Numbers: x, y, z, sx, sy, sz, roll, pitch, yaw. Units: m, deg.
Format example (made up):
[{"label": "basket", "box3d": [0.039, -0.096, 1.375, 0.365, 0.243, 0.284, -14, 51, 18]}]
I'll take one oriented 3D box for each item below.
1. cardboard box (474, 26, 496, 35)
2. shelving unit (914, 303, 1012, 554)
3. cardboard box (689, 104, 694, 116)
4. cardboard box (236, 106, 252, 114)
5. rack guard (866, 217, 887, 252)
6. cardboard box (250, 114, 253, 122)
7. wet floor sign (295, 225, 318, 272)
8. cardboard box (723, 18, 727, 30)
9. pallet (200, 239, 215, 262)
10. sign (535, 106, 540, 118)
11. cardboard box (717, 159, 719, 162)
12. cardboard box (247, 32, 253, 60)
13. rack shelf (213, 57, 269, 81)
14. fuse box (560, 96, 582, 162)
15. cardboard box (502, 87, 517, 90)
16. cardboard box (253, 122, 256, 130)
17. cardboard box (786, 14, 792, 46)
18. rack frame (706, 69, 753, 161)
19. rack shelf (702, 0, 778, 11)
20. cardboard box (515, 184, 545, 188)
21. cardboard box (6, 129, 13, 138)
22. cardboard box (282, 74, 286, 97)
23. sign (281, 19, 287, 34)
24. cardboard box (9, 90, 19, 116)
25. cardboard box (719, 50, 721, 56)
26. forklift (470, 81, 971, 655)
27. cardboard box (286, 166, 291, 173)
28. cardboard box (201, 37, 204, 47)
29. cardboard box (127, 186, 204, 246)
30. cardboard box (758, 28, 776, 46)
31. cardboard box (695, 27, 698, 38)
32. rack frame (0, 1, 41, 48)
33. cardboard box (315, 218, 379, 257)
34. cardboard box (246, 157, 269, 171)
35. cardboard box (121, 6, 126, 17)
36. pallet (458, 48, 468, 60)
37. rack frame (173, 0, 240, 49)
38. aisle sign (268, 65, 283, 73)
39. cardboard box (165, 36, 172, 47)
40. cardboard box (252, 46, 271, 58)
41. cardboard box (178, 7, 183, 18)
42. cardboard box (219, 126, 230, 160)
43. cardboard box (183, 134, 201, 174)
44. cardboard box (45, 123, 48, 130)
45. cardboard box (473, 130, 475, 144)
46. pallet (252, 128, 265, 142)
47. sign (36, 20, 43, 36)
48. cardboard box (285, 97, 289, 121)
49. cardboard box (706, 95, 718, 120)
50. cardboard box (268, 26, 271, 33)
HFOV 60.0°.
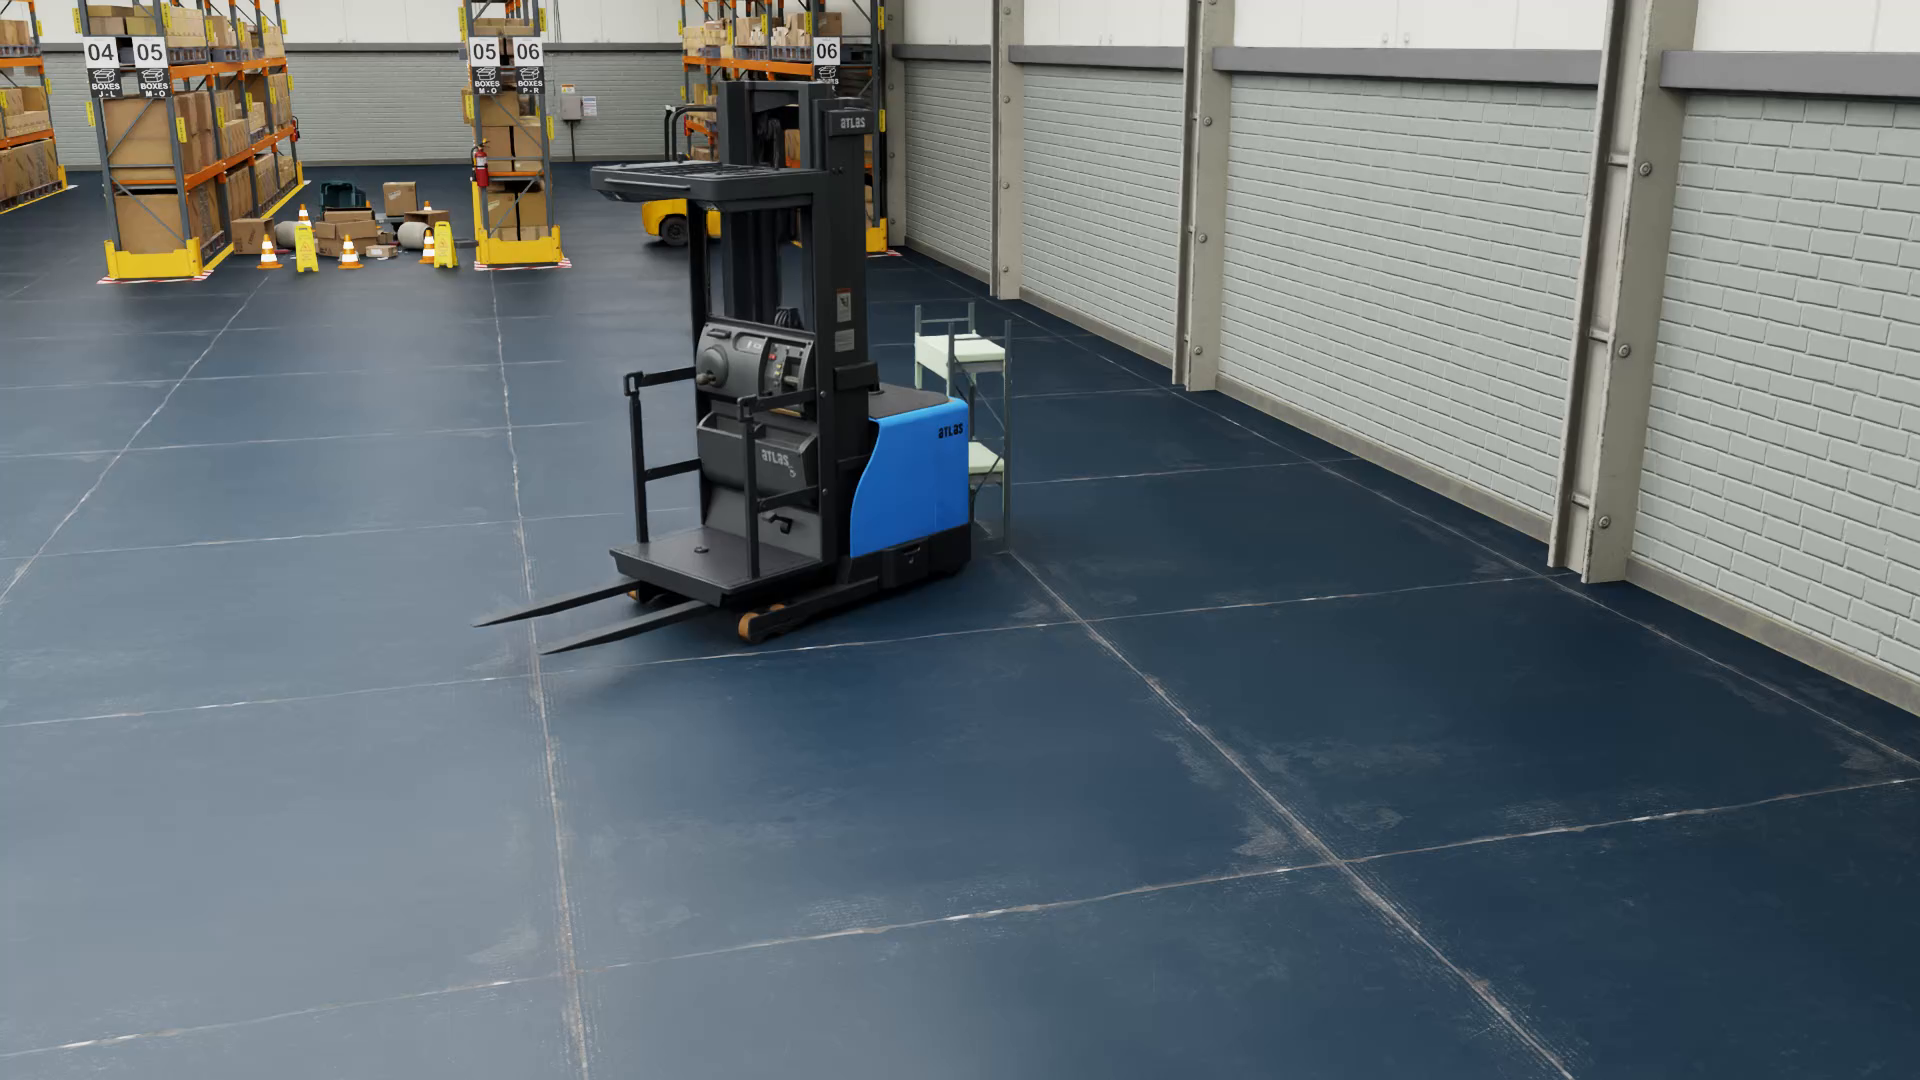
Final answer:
[{"label": "cardboard box", "box3d": [-6.885, -7.329, 23.974, 0.380, 0.149, 0.250, -5, 17, -15]}, {"label": "shelving unit", "box3d": [0.012, -0.721, 10.745, 0.431, 1.500, 0.755, -5, 17, -17]}, {"label": "cardboard box", "box3d": [-6.130, -10.164, 39.320, 0.500, 0.250, 0.500, -5, 17, -15]}, {"label": "cardboard box", "box3d": [-13.667, -8.154, 31.554, 0.380, 0.149, 0.250, -4, 17, -13]}, {"label": "rack guard", "box3d": [-1.730, -4.750, 25.898, 1.175, 0.500, 0.348, -5, 17, -15]}, {"label": "cardboard box", "box3d": [-13.669, -8.014, 31.608, 0.380, 0.149, 0.250, -5, 17, -15]}, {"label": "wet floor sign", "box3d": [-9.328, -4.162, 23.687, 0.267, 0.644, 0.232, -8, 18, -25]}, {"label": "cardboard box", "box3d": [-4.885, -11.100, 35.774, 0.396, 0.266, 0.258, -5, 17, -16]}, {"label": "pallet", "box3d": [-11.867, -4.358, 25.093, 1.003, 0.211, 1.213, -5, 17, -15]}, {"label": "sign", "box3d": [-7.088, -7.127, 27.959, 0.100, 0.325, 0.005, -5, 17, -15]}, {"label": "cardboard box", "box3d": [-4.962, -7.979, 35.917, 0.500, 0.500, 0.500, -5, 17, -16]}, {"label": "cardboard box", "box3d": [-13.626, -9.293, 31.289, 0.500, 0.500, 0.500, -5, 17, -15]}, {"label": "rack shelf", "box3d": [-13.988, -9.000, 31.735, 1.077, 0.370, 4.000, -5, 17, -15]}, {"label": "fuse box", "box3d": [-10.418, -11.053, 44.774, 0.539, 1.711, 0.414, -5, 17, -15]}, {"label": "cardboard box", "box3d": [-7.233, -6.776, 25.869, 0.700, 0.500, 0.500, -5, 17, -16]}, {"label": "cardboard box", "box3d": [-13.734, -7.941, 31.882, 0.380, 0.149, 0.250, -4, 17, -15]}, {"label": "cardboard box", "box3d": [-2.402, -8.249, 26.901, 0.797, 0.503, 0.637, -4, 17, -13]}, {"label": "rack frame", "box3d": [-5.035, -9.274, 36.610, 1.000, 3.000, 0.127, -5, 17, -15]}, {"label": "rack shelf", "box3d": [-4.485, -11.057, 34.067, 1.077, 0.370, 4.000, -5, 17, -15]}, {"label": "cardboard box", "box3d": [-6.749, -5.339, 26.259, 0.500, 0.500, 0.500, -4, 17, -14]}, {"label": "cardboard box", "box3d": [-19.096, -8.084, 33.088, 0.380, 0.149, 0.250, -5, 17, -15]}, {"label": "cardboard box", "box3d": [-15.133, -9.989, 36.564, 0.500, 0.500, 0.500, -5, 18, -17]}, {"label": "sign", "box3d": [-15.098, -11.466, 37.157, 0.100, 0.325, 0.005, -5, 17, -15]}, {"label": "cardboard box", "box3d": [-19.348, -8.816, 33.527, 0.500, 0.500, 0.500, -5, 17, -15]}, {"label": "cardboard box", "box3d": [-5.418, -10.666, 36.468, 0.380, 0.149, 0.250, -5, 17, -16]}, {"label": "forklift", "box3d": [-1.301, -1.007, 9.208, 1.130, 2.935, 3.031, 15, 22, 41]}, {"label": "cardboard box", "box3d": [-14.919, -8.136, 36.532, 0.380, 0.149, 0.250, -4, 17, -14]}, {"label": "cardboard box", "box3d": [-11.863, -7.668, 25.584, 0.380, 0.149, 0.250, -4, 17, -14]}, {"label": "cardboard box", "box3d": [-11.734, -4.751, 24.516, 0.875, 0.875, 0.875, -5, 17, -16]}, {"label": "cardboard box", "box3d": [-3.269, -8.884, 29.352, 0.500, 0.311, 0.500, -5, 18, -17]}, {"label": "cardboard box", "box3d": [-5.684, -11.421, 37.421, 0.500, 0.250, 0.500, -4, 17, -14]}, {"label": "rack frame", "box3d": [-20.434, -12.076, 35.512, 1.000, 3.000, 0.127, -5, 17, -15]}, {"label": "cardboard box", "box3d": [-9.425, -4.651, 25.560, 0.637, 0.503, 0.797, 11, 20, 32]}, {"label": "cardboard box", "box3d": [-13.803, -7.349, 32.517, 0.500, 0.250, 0.500, -6, 18, -18]}, {"label": "cardboard box", "box3d": [-11.869, -7.367, 23.195, 0.380, 0.149, 0.250, -4, 17, -14]}, {"label": "pallet", "box3d": [-8.935, -9.294, 31.792, 1.213, 0.211, 1.003, -4, 17, -13]}, {"label": "rack frame", "box3d": [-13.439, -10.227, 29.358, 1.000, 3.000, 0.127, -5, 17, -15]}, {"label": "aisle sign", "box3d": [-15.369, -10.856, 37.360, 0.394, 0.787, 0.004, -5, 17, -15]}, {"label": "cardboard box", "box3d": [-11.026, -6.827, 22.784, 0.380, 0.149, 0.250, -5, 17, -15]}, {"label": "cardboard box", "box3d": [-14.411, -9.974, 33.990, 0.500, 0.250, 0.500, -4, 17, -12]}, {"label": "cardboard box", "box3d": [-11.374, -7.558, 23.831, 0.380, 0.149, 0.250, -5, 17, -16]}, {"label": "cardboard box", "box3d": [-12.225, -6.463, 27.078, 0.500, 0.500, 0.500, -4, 17, -15]}, {"label": "cardboard box", "box3d": [-11.591, -5.628, 24.212, 0.875, 0.550, 0.550, -5, 17, -15]}, {"label": "cardboard box", "box3d": [-19.947, -8.938, 35.931, 0.380, 0.149, 0.250, -5, 17, -15]}, {"label": "cardboard box", "box3d": [-7.755, -6.714, 27.398, 0.500, 0.500, 0.500, -5, 17, -15]}, {"label": "pallet", "box3d": [-14.022, -7.807, 32.061, 1.003, 0.211, 1.213, -5, 17, -15]}, {"label": "sign", "box3d": [-19.908, -11.065, 35.958, 0.100, 0.325, 0.005, -5, 17, -15]}, {"label": "cardboard box", "box3d": [-15.130, -9.511, 36.709, 0.500, 0.500, 0.500, -5, 17, -16]}, {"label": "cardboard box", "box3d": [-5.117, -9.371, 36.031, 0.700, 0.500, 0.500, -4, 17, -14]}, {"label": "cardboard box", "box3d": [-14.700, -10.723, 34.920, 0.380, 0.149, 0.250, -4, 17, -12]}]
